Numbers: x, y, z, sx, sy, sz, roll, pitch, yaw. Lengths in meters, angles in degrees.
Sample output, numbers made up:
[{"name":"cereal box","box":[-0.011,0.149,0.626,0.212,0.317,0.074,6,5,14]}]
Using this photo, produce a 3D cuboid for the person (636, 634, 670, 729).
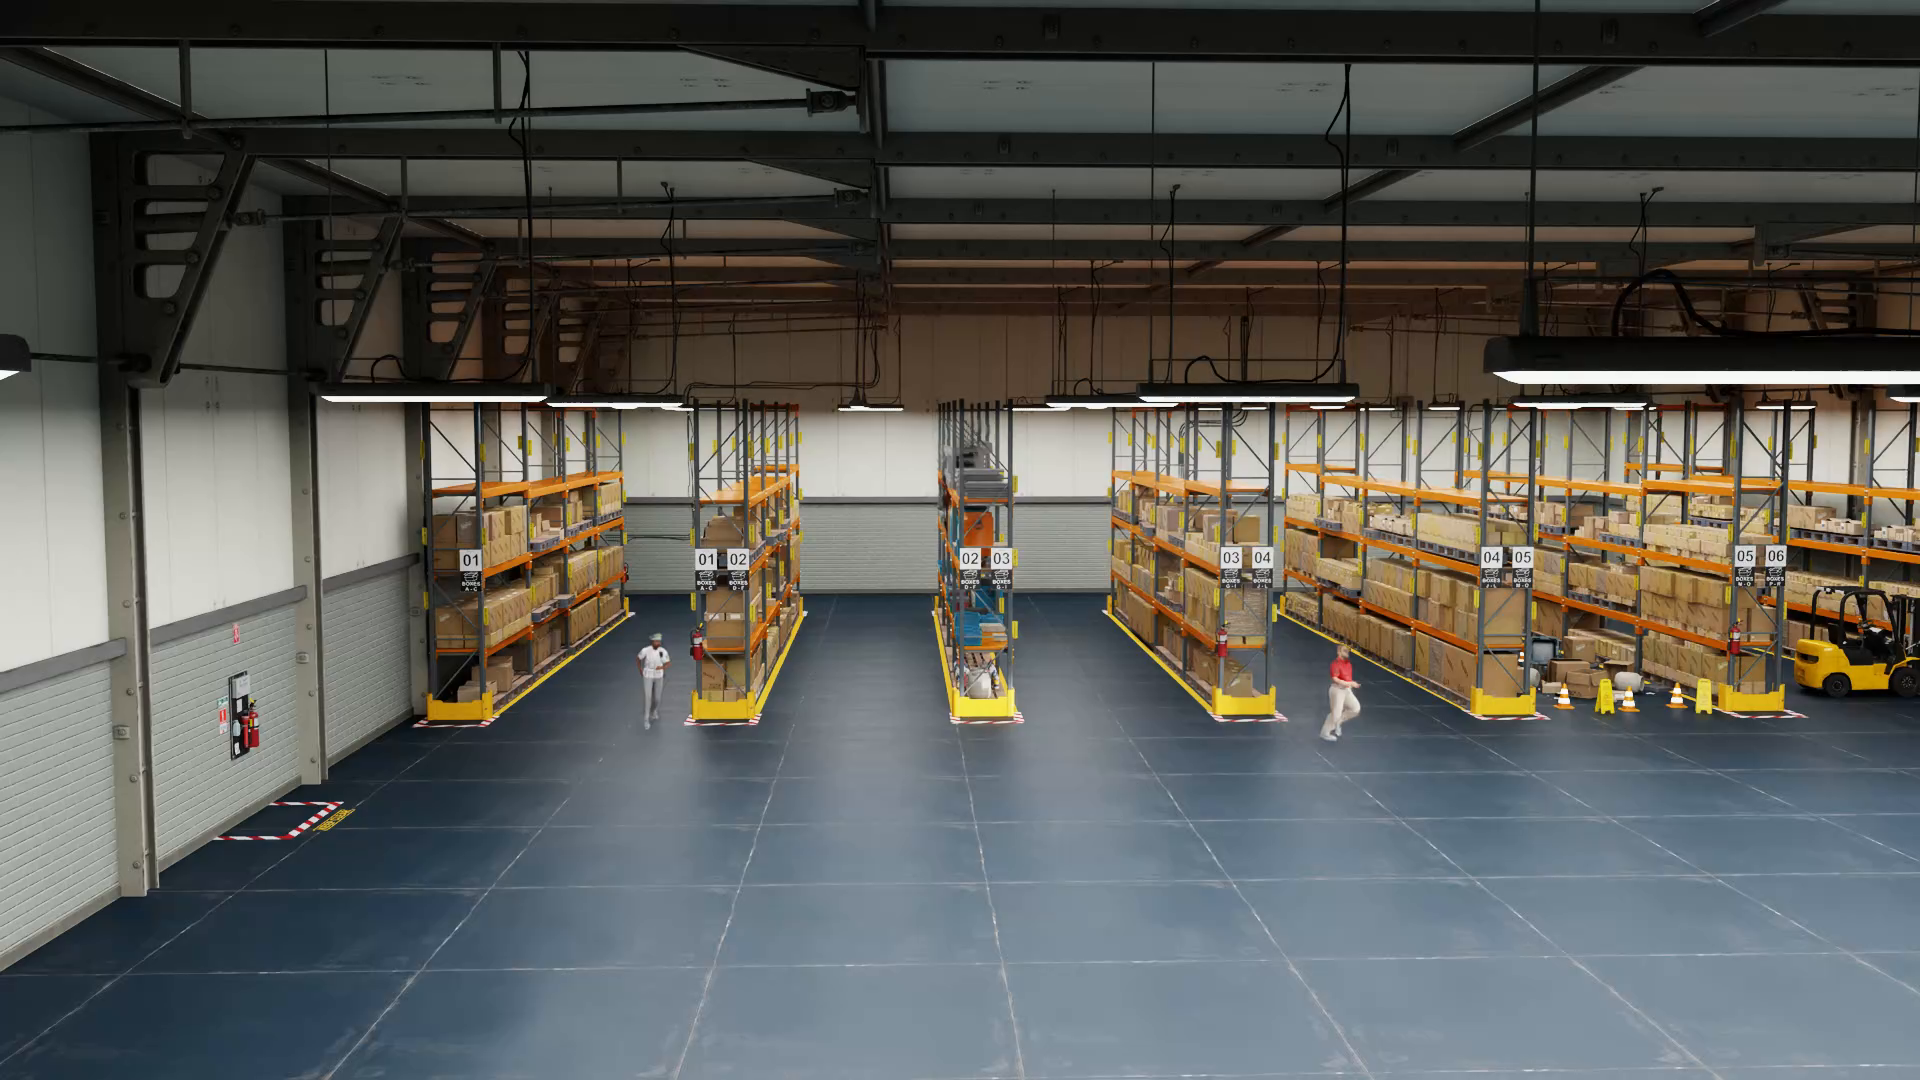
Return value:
[{"name":"person","box":[-5.630,2.560,30.656,0.592,1.692,0.924,-2,5,-22]}]

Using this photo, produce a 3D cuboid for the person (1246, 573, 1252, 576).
[{"name":"person","box":[8.048,1.320,46.494,0.663,1.817,0.761,0,4,2]}]

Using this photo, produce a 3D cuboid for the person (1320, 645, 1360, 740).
[{"name":"person","box":[6.703,2.663,29.079,0.754,1.674,0.687,4,6,43]}]

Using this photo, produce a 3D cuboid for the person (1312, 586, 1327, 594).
[{"name":"person","box":[10.568,1.148,48.681,0.684,1.717,0.713,4,6,40]}]
